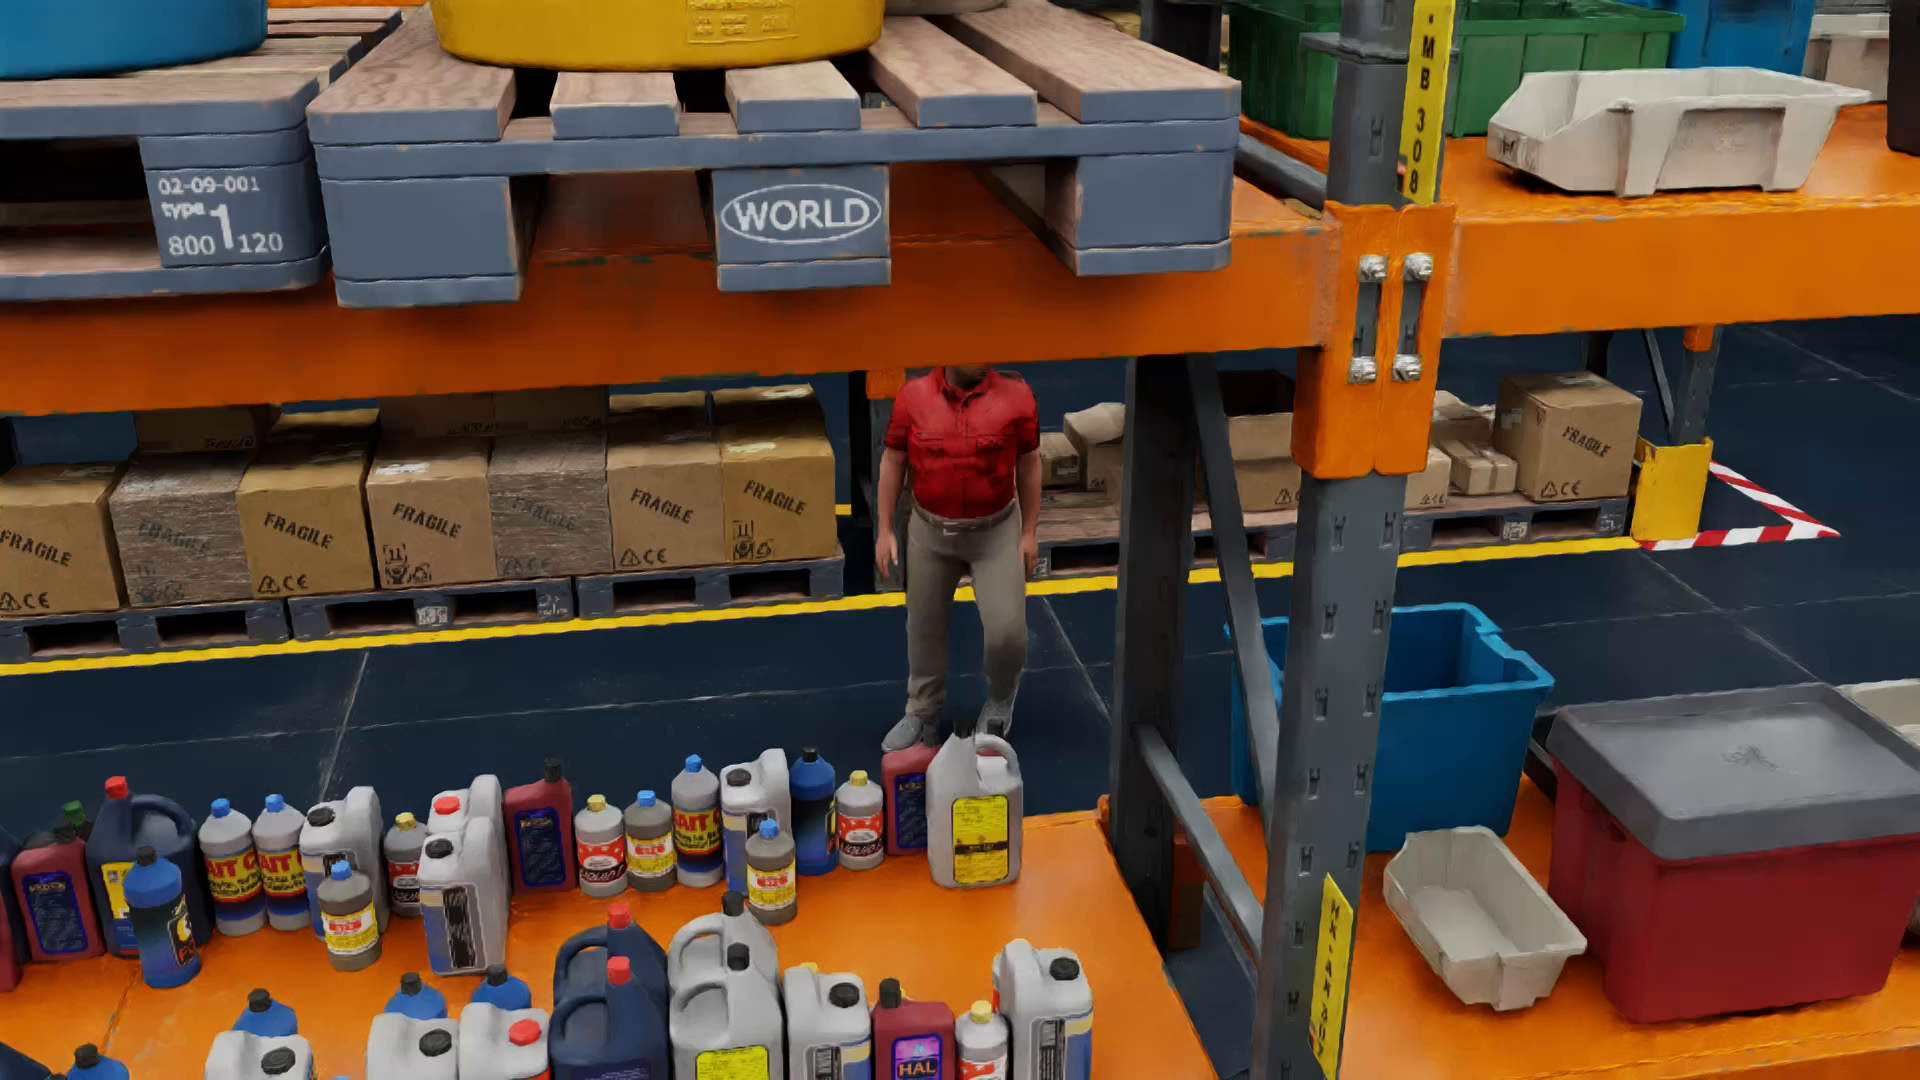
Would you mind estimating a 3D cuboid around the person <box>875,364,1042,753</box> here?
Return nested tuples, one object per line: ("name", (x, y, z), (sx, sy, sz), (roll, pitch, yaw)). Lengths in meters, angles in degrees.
("person", (-0.004, -0.024, 6.142), (0.597, 1.724, 0.422), (4, 23, 9))
